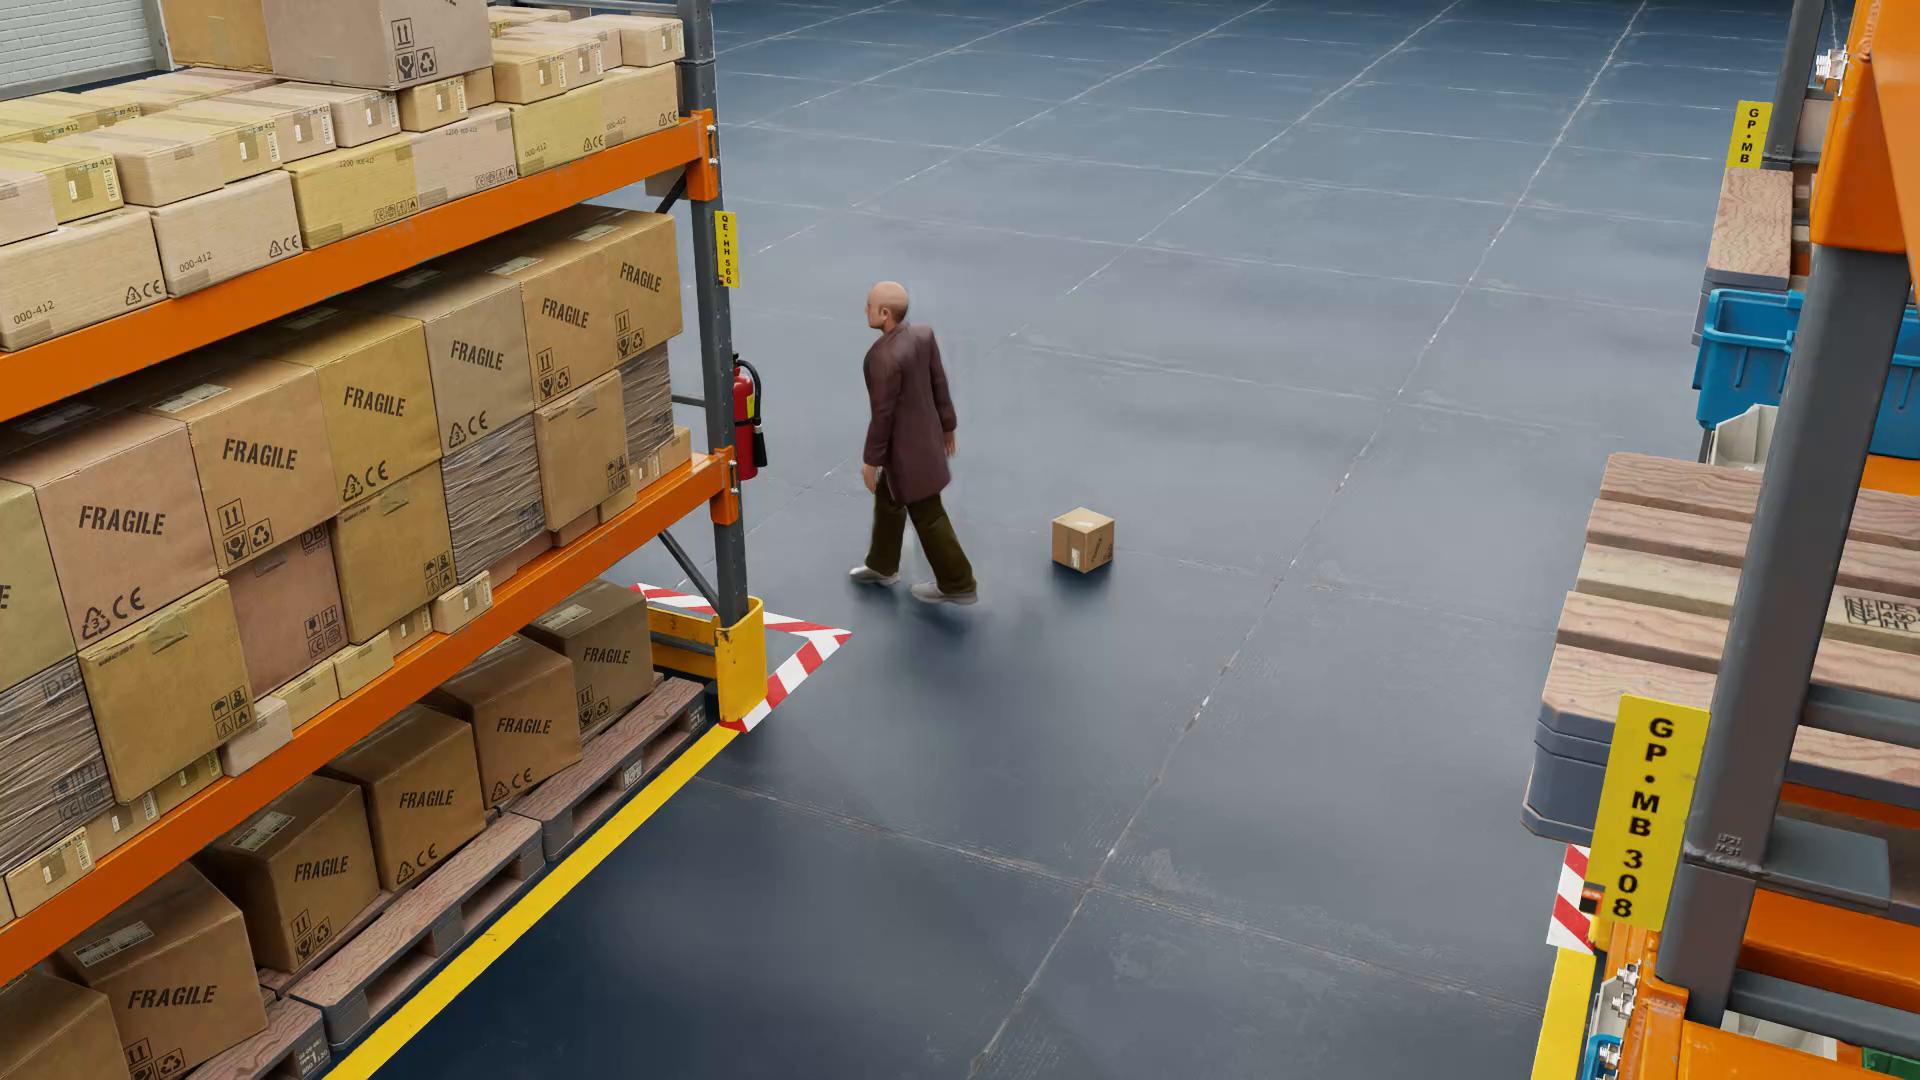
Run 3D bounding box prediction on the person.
[{"bbox_3d":[-0.408,-0.498,8.635,1.030,1.723,0.609,7,27,14],"label":"person"}]
